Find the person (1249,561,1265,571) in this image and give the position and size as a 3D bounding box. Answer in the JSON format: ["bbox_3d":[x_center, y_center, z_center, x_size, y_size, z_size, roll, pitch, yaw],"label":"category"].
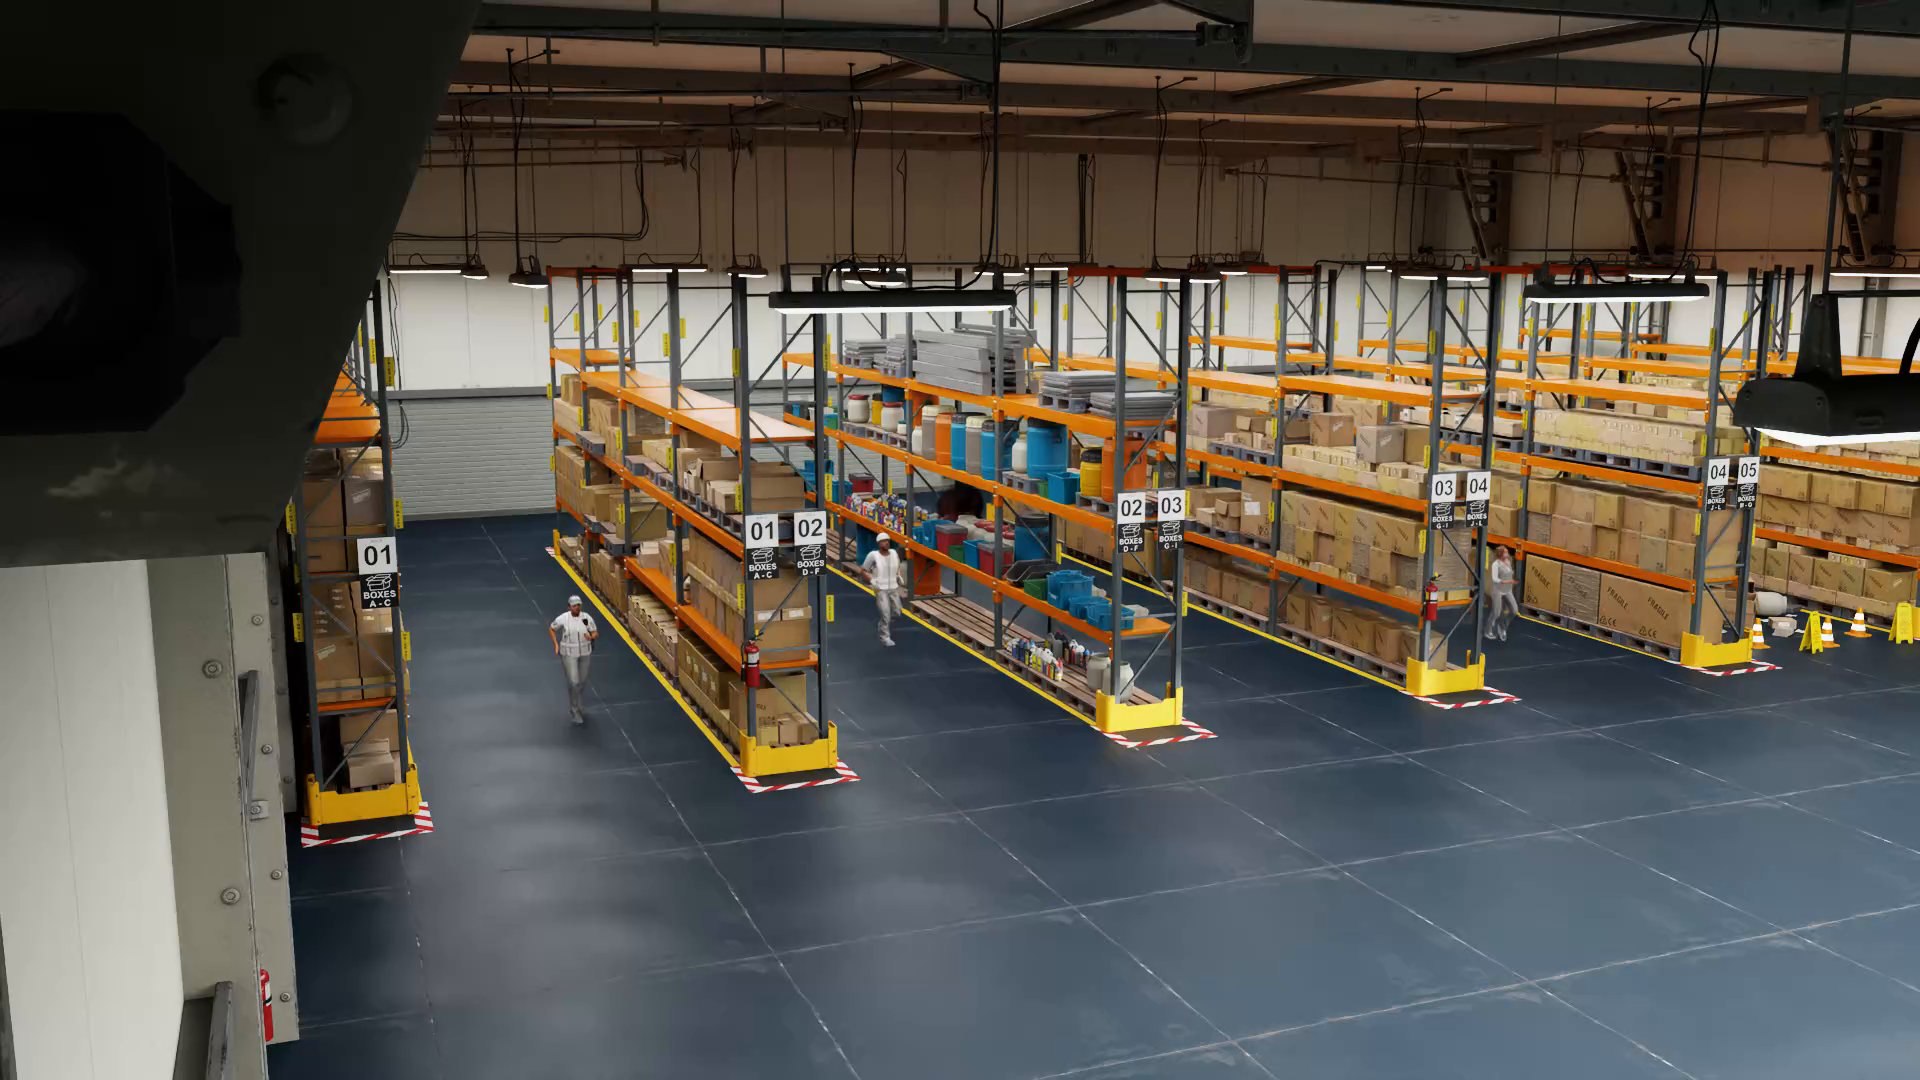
[{"bbox_3d":[5.806,-0.058,32.178,0.722,1.652,0.668,-4,11,-20],"label":"person"}]

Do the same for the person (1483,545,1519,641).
[{"bbox_3d":[8.820,0.872,27.020,0.510,1.578,0.640,-5,11,-28],"label":"person"}]

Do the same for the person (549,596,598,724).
[{"bbox_3d":[-5.244,1.599,22.693,0.582,1.726,0.775,-6,12,-32],"label":"person"}]

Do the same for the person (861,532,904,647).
[{"bbox_3d":[-1.168,0.752,25.627,0.685,1.748,0.605,-6,12,-31],"label":"person"}]
